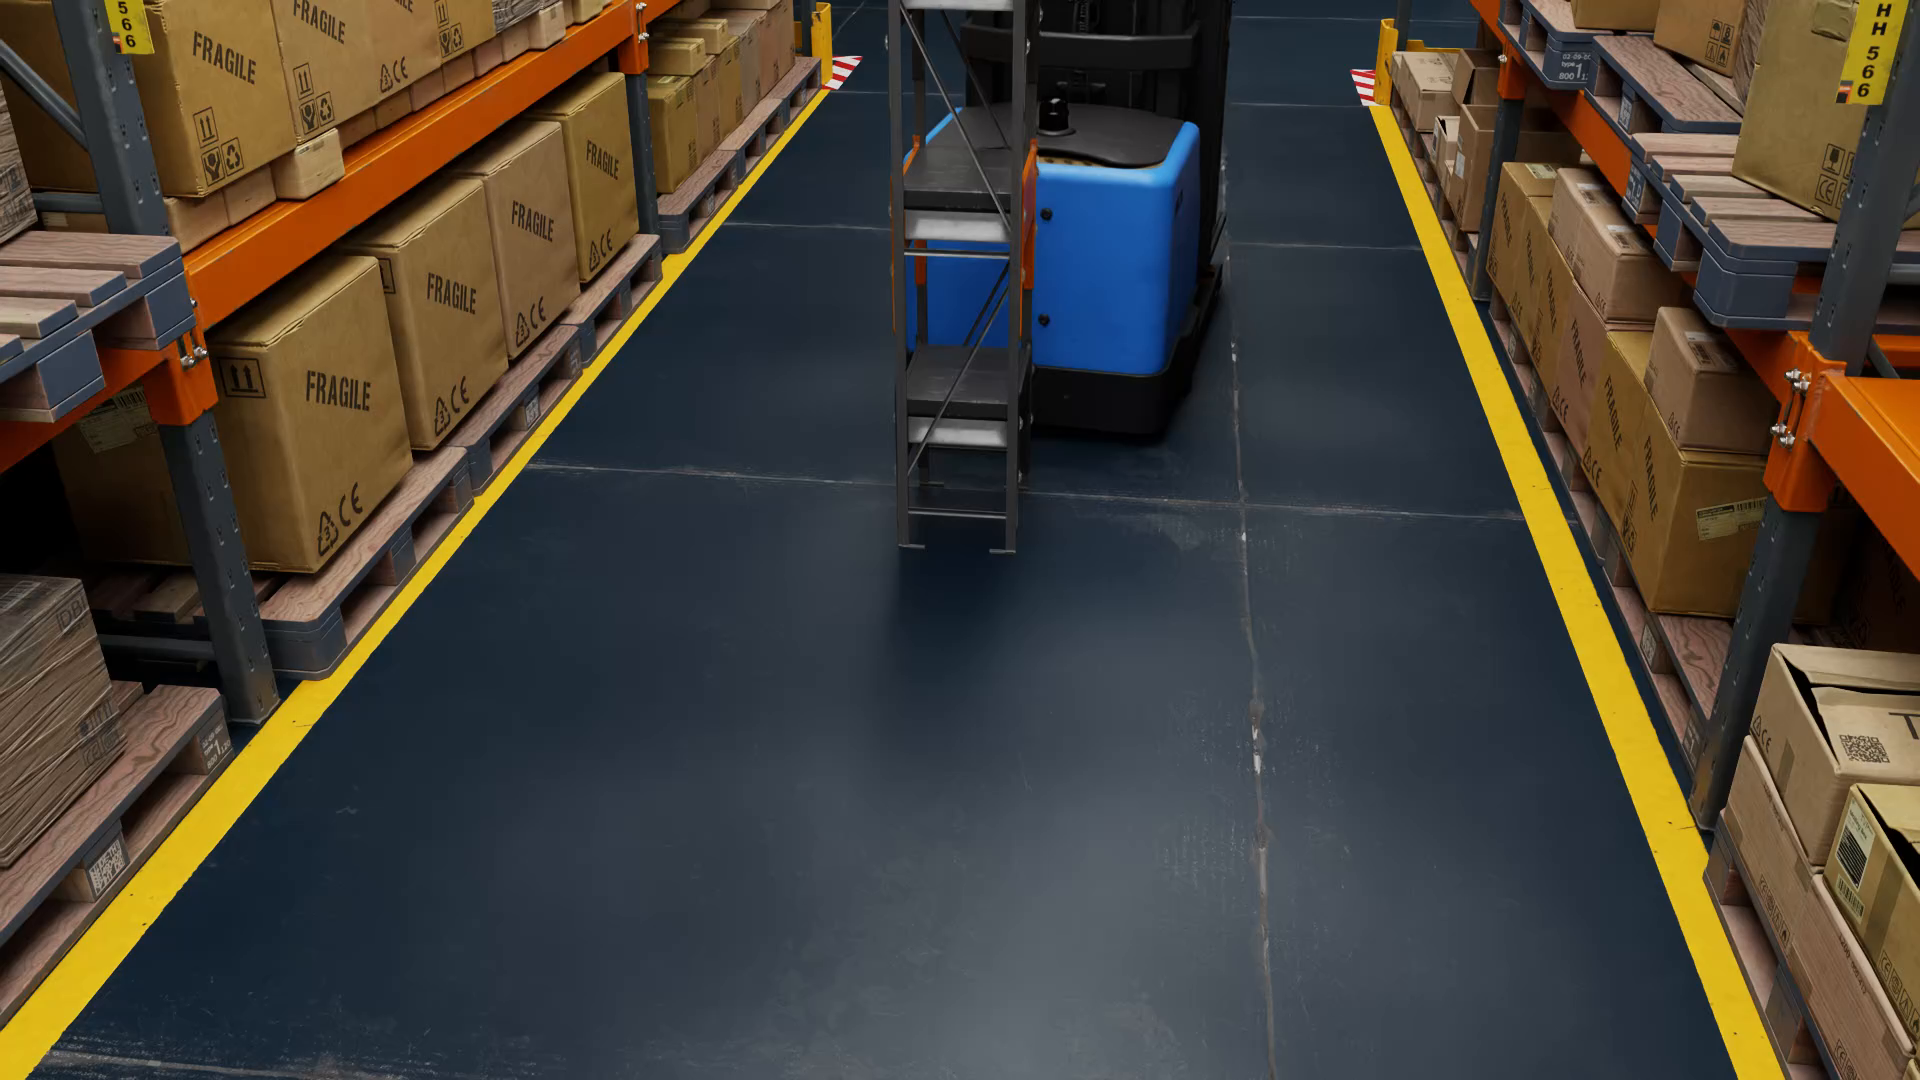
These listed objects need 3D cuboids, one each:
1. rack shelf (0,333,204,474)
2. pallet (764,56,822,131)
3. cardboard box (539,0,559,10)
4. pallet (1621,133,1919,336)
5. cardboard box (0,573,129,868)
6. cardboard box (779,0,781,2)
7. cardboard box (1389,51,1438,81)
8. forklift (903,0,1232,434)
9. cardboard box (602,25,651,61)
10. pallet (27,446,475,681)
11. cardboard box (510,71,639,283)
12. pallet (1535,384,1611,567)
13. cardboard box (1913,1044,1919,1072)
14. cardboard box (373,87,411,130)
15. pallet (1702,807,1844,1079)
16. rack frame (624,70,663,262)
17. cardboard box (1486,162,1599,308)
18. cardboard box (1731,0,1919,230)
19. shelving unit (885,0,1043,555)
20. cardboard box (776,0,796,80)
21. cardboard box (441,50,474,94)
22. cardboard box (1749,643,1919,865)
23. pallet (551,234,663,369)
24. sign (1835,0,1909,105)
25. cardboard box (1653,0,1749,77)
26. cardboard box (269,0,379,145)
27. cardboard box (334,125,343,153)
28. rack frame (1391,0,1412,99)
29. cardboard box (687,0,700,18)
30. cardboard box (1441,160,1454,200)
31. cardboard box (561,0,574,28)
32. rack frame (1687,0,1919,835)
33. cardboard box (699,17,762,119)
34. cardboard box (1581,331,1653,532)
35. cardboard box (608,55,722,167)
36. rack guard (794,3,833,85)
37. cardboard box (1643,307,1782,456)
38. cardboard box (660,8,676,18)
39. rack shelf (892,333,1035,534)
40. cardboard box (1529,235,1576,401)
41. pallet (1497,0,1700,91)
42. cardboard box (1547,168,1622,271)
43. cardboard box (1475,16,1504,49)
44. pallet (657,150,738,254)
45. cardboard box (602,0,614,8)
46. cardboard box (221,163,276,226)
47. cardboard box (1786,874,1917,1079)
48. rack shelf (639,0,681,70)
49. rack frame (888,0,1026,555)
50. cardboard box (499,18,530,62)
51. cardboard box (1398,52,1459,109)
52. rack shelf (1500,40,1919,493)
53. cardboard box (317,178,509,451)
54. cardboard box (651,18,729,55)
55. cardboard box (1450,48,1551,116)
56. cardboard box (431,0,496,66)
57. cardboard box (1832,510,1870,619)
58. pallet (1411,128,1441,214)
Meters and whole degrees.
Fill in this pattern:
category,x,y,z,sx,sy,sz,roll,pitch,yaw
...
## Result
category,x,y,z,sx,sy,sz,roll,pitch,yaw
rack shelf,-2.733,0.416,2.574,1.077,0.370,4.000,3,28,6
pallet,-1.528,-3.000,11.095,1.003,0.211,1.213,3,28,6
cardboard box,-1.857,-2.436,6.670,0.500,0.500,0.500,4,29,7
pallet,2.443,-0.795,4.265,1.213,0.211,1.003,3,28,6
cardboard box,-2.524,0.406,4.005,0.700,0.500,0.500,4,29,7
cardboard box,-1.329,-3.572,10.726,0.380,0.149,0.250,3,28,6
cardboard box,3.017,-3.084,10.853,0.380,0.149,0.250,3,28,6
forklift,0.623,-2.377,7.071,1.130,2.935,3.031,7,29,12
cardboard box,-1.925,-2.757,9.213,0.380,0.149,0.250,2,28,5
pallet,-2.316,0.018,5.493,1.003,0.211,1.213,3,28,6
cardboard box,-1.948,-1.650,7.474,0.750,0.750,0.750,4,29,7
pallet,2.710,-0.251,5.993,1.003,0.211,1.213,3,28,6
cardboard box,1.953,0.940,2.708,0.500,0.311,0.500,3,28,5
cardboard box,-2.087,-1.489,5.596,0.380,0.149,0.250,4,29,7
pallet,2.290,1.057,3.566,1.003,0.211,1.213,3,28,6
rack frame,-1.997,-2.725,7.646,1.000,3.000,0.127,3,28,6
cardboard box,2.618,-1.319,7.207,0.500,0.500,0.500,2,28,4
cardboard box,2.395,-1.088,4.059,0.700,0.500,0.500,-6,29,-11
shelving unit,0.020,-1.002,5.397,0.431,2.100,0.503,3,28,6
cardboard box,-1.494,-3.357,11.012,0.700,0.500,0.500,3,28,6
cardboard box,-2.001,-1.728,6.039,0.380,0.149,0.250,4,29,8
cardboard box,2.074,0.452,3.614,0.500,0.311,0.500,4,29,8
pallet,-2.017,-1.130,7.625,1.003,0.211,1.213,3,28,6
sign,1.890,-1.058,3.415,0.100,0.325,0.005,3,28,6
cardboard box,2.764,-1.833,5.441,0.700,0.500,0.500,-4,29,-7
cardboard box,-2.101,-1.486,4.906,0.500,0.500,0.500,4,29,8
cardboard box,-2.153,-1.246,5.144,0.380,0.149,0.250,3,28,6
rack frame,3.409,-4.322,10.610,1.000,3.000,0.127,3,28,6
cardboard box,-1.800,-3.237,10.105,0.380,0.149,0.250,4,29,7
cardboard box,2.694,-1.842,8.549,0.380,0.149,0.250,3,28,6
cardboard box,-1.842,-2.209,6.931,0.380,0.149,0.250,4,29,8
rack frame,2.429,-0.556,3.620,1.000,3.000,0.127,3,28,6
cardboard box,-1.616,-2.885,10.135,0.700,0.500,0.500,2,28,5
cardboard box,2.375,-0.347,5.403,0.500,0.500,0.500,2,28,4
cardboard box,-1.739,-2.392,9.220,0.700,0.500,0.500,3,28,6
rack guard,-1.504,-3.519,11.755,1.175,0.500,0.348,3,28,6
cardboard box,2.314,-0.460,4.823,0.500,0.250,0.500,4,29,8
cardboard box,-1.862,-2.997,9.660,0.380,0.149,0.250,3,28,5
rack shelf,0.020,-0.374,5.735,0.431,0.518,0.480,3,28,6
cardboard box,2.495,-0.832,6.304,0.500,0.500,0.500,4,29,7
pallet,2.713,-1.985,6.474,1.003,0.211,1.213,3,28,6
cardboard box,2.496,-1.178,6.156,0.500,0.250,0.500,3,29,6
cardboard box,3.587,-3.145,10.597,0.500,0.500,0.500,3,28,6
pallet,-1.827,-1.851,8.963,1.003,0.211,1.213,3,28,6
cardboard box,-1.758,-2.448,7.375,0.380,0.149,0.250,4,29,7
cardboard box,-2.178,-1.000,4.688,0.380,0.149,0.250,4,29,7
cardboard box,2.013,0.935,3.307,0.500,0.250,0.500,3,28,5
rack shelf,-1.752,-3.350,9.564,1.077,0.370,4.000,3,28,6
rack frame,-0.010,-0.887,5.183,0.400,2.100,0.015,3,28,6
cardboard box,-1.912,-1.970,6.487,0.380,0.149,0.250,3,28,6
cardboard box,3.000,-2.830,10.276,0.500,0.250,0.500,3,28,6
rack shelf,2.674,-1.181,5.538,1.077,0.370,4.000,3,28,6
cardboard box,-2.154,-0.831,5.954,0.750,0.750,0.750,3,28,6
cardboard box,-1.517,-2.838,9.363,0.380,0.149,0.250,3,28,5
cardboard box,3.144,-2.419,9.245,0.797,0.503,0.637,3,28,6
cardboard box,-1.983,-1.965,5.795,0.500,0.500,0.500,4,29,8
cardboard box,2.827,-0.094,4.933,0.500,0.500,0.500,2,28,4
pallet,3.151,-2.111,9.445,1.003,0.211,1.213,3,28,6
